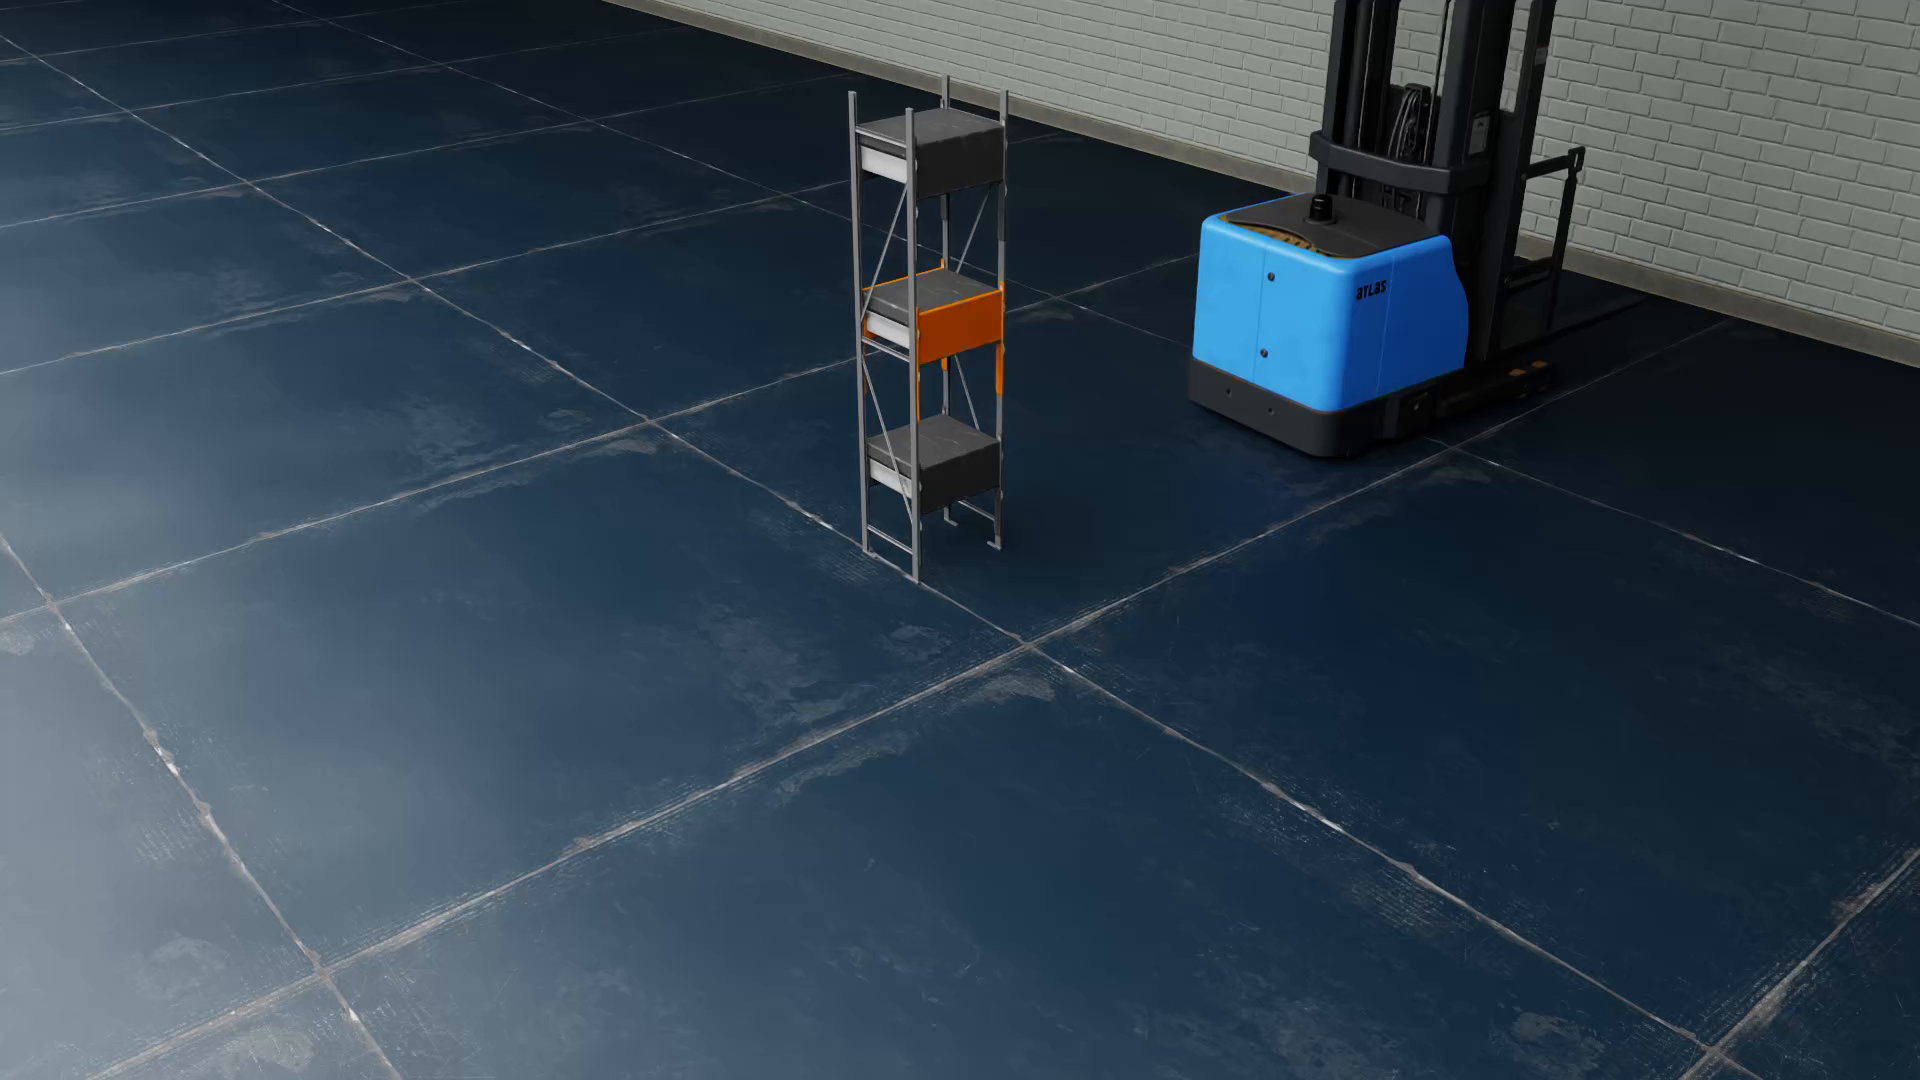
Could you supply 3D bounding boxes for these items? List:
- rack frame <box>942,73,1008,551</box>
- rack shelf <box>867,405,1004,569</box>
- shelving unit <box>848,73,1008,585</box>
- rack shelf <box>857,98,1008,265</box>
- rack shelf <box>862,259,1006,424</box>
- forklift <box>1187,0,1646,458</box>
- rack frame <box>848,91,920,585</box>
[{"bbox_3d":[0.060,-0.950,7.300,0.015,2.100,0.400,-22,35,-35],"label":"rack frame"},{"bbox_3d":[-0.126,-0.246,7.497,0.480,0.518,0.431,-22,35,-35],"label":"rack shelf"},{"bbox_3d":[-0.126,-0.875,7.160,0.503,2.100,0.431,-22,35,-35],"label":"shelving unit"},{"bbox_3d":[-0.126,-1.481,6.837,0.480,0.518,0.431,-22,35,-35],"label":"rack shelf"},{"bbox_3d":[-0.126,-0.863,7.167,0.480,0.518,0.431,-22,35,-35],"label":"rack shelf"},{"bbox_3d":[2.720,-2.252,8.854,3.031,2.935,1.130,-19,34,-32],"label":"forklift"},{"bbox_3d":[-0.312,-0.801,7.021,0.015,2.100,0.400,-22,35,-35],"label":"rack frame"}]
